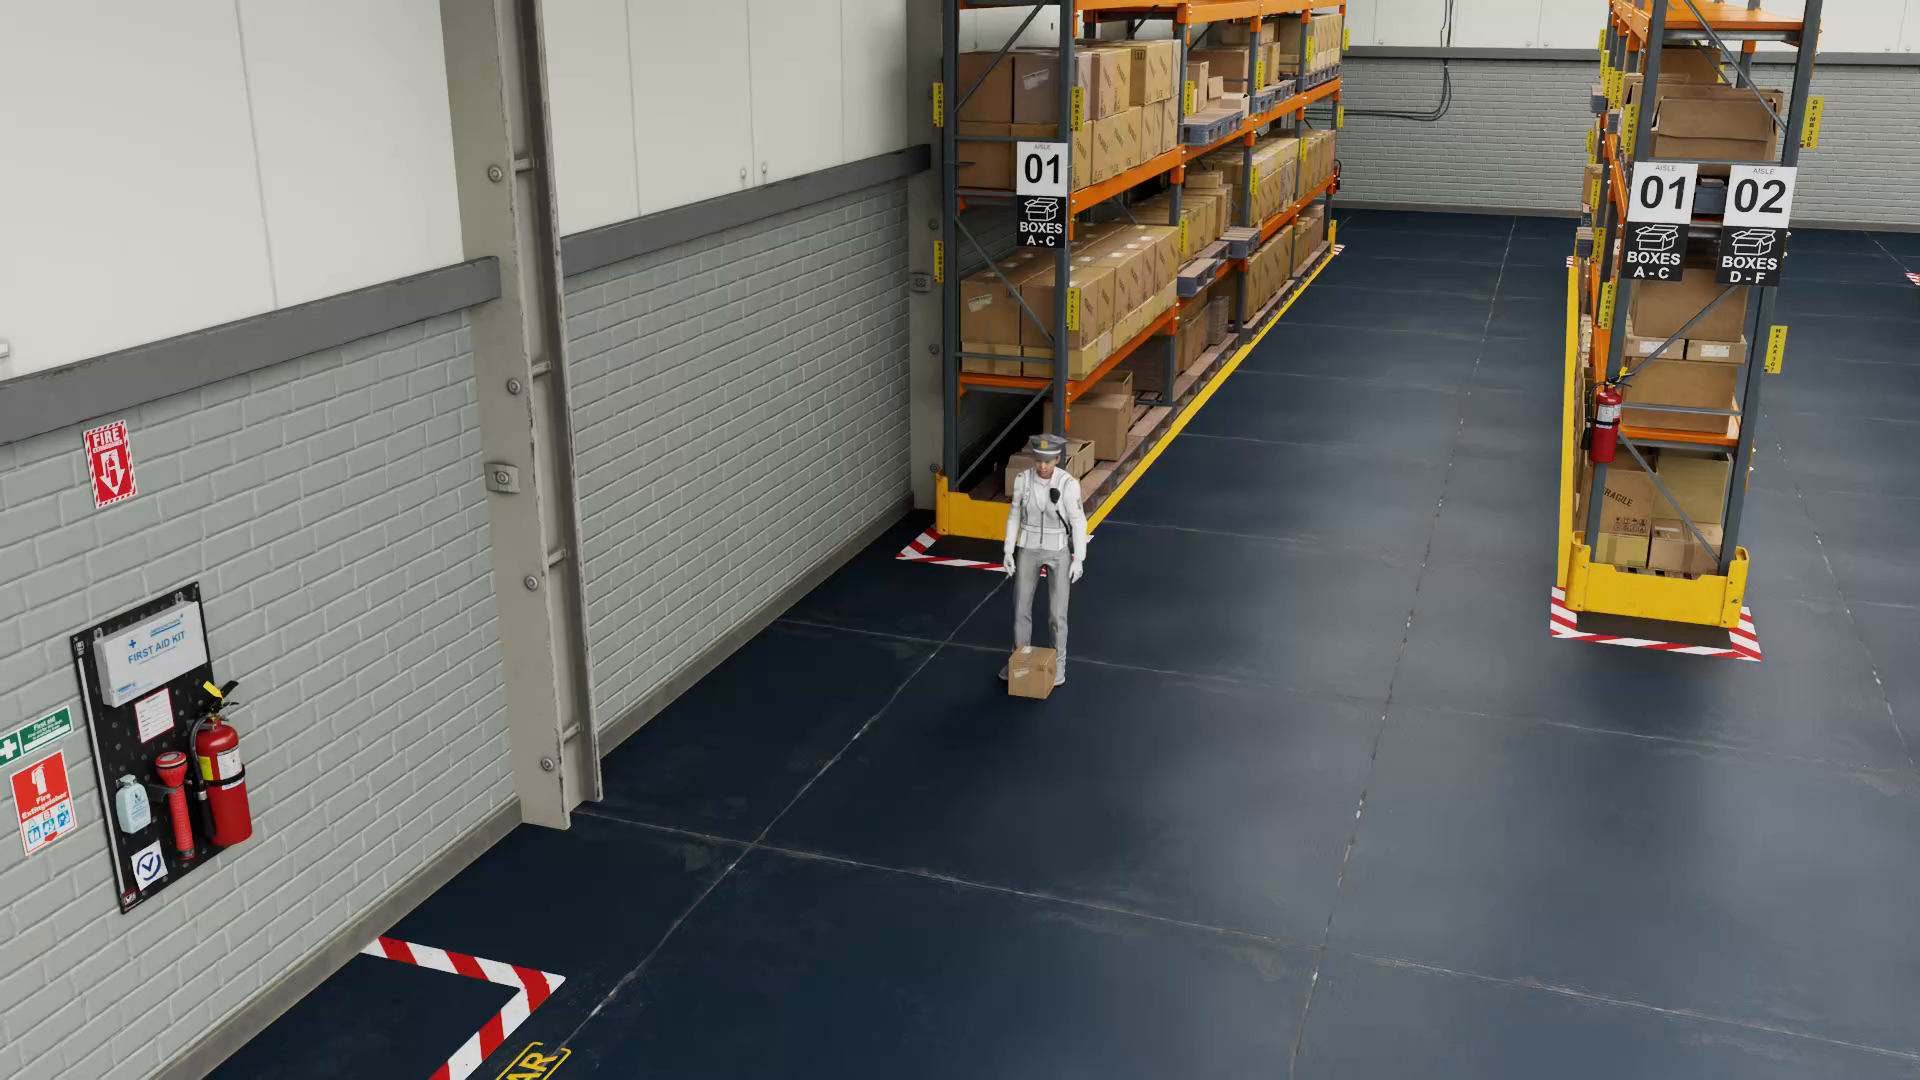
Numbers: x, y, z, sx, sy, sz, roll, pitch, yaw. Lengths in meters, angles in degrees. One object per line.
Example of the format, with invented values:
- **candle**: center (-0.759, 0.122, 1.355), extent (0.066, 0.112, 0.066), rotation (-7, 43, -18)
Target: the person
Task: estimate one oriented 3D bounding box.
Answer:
- **person**: center (0.535, 0.110, 10.732), extent (0.528, 1.664, 0.373), rotation (6, 20, 18)
